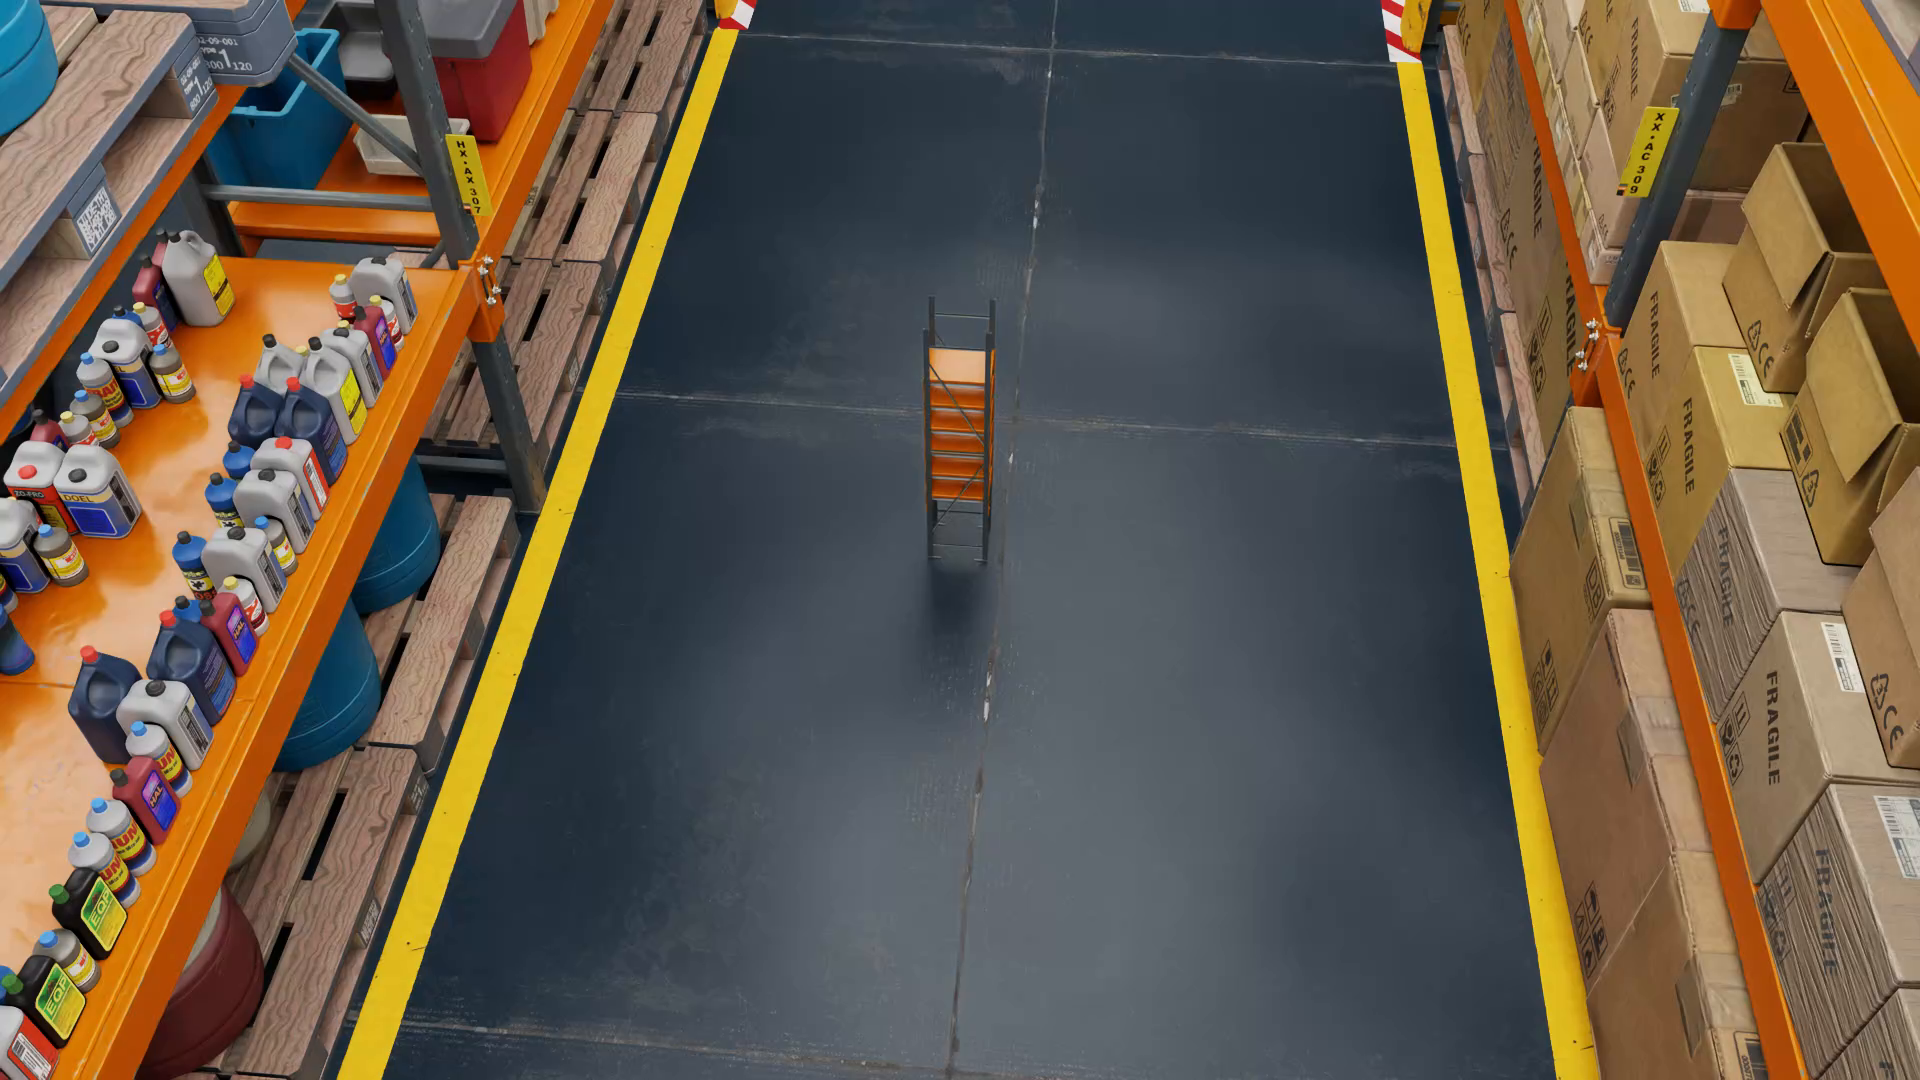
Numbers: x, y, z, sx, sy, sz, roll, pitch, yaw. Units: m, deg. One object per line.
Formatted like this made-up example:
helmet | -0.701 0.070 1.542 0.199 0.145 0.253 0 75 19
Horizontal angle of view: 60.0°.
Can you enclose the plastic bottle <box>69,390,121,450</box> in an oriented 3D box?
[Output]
plastic bottle | -2.728 -0.386 5.231 0.097 0.201 0.097 0 48 0

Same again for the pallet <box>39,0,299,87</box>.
pallet | -2.200 -1.558 4.263 1.213 0.211 1.003 4 48 4

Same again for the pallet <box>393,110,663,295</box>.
pallet | -2.089 -1.692 8.181 1.003 0.211 1.213 4 48 4

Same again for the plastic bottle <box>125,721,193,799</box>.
plastic bottle | -2.086 0.563 4.315 0.097 0.271 0.097 0 48 0

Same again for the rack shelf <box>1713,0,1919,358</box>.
rack shelf | 2.524 -0.158 3.343 1.077 0.370 4.000 4 48 4

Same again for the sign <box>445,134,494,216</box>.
sign | -1.678 -1.247 5.696 0.100 0.325 0.005 4 48 4

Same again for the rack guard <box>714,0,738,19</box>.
rack guard | -1.872 -3.306 9.461 1.175 0.500 0.348 4 48 4

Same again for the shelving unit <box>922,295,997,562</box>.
shelving unit | -0.001 -0.394 6.323 0.258 1.200 0.189 4 48 4

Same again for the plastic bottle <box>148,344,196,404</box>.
plastic bottle | -2.555 -0.546 5.378 0.097 0.201 0.097 0 48 0

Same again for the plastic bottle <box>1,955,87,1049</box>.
plastic bottle | -2.130 1.056 3.857 0.061 0.283 0.133 4 48 4

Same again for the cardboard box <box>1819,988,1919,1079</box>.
cardboard box | 2.191 1.302 3.485 0.500 0.500 0.500 3 48 3

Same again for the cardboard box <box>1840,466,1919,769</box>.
cardboard box | 2.541 0.200 3.812 0.797 0.503 0.637 5 48 5

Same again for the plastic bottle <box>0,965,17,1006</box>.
plastic bottle | -2.210 1.068 3.854 0.097 0.271 0.097 0 48 0

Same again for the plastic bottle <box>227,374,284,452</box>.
plastic bottle | -2.144 -0.351 5.098 0.144 0.351 0.185 4 48 4

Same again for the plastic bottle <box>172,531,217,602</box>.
plastic bottle | -2.179 0.077 4.760 0.097 0.271 0.097 0 48 0

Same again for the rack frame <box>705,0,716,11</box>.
rack frame | -1.862 -4.131 8.521 1.000 3.000 0.127 4 48 4

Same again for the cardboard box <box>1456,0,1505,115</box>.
cardboard box | 3.092 -2.747 8.411 0.875 0.875 0.875 4 48 4

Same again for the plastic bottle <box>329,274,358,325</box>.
plastic bottle | -2.066 -0.808 5.617 0.097 0.201 0.097 0 48 0

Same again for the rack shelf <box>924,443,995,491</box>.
rack shelf | -0.001 -0.283 6.445 0.258 0.103 0.180 4 48 4

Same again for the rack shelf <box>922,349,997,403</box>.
rack shelf | -0.001 -0.607 6.091 0.258 0.103 0.180 4 48 4

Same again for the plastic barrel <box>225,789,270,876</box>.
plastic barrel | -2.498 0.834 5.382 0.421 0.512 0.421 0 48 0

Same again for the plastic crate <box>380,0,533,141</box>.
plastic crate | -1.895 -1.873 6.372 0.402 0.464 0.583 4 48 4

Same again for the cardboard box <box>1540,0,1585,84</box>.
cardboard box | 2.576 -2.006 6.478 0.500 0.250 0.500 5 48 4

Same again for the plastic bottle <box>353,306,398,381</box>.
plastic bottle | -1.916 -0.668 5.433 0.061 0.283 0.133 4 48 4

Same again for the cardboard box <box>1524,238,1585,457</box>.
cardboard box | 2.846 -0.763 6.596 0.875 0.875 0.875 4 48 4

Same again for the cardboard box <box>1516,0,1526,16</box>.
cardboard box | 2.571 -2.344 7.057 0.380 0.149 0.250 3 48 3

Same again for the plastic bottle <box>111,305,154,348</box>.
plastic bottle | -2.698 -0.652 5.427 0.097 0.271 0.097 0 48 0

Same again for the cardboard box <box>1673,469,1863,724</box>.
cardboard box | 2.324 0.166 4.523 0.500 0.500 0.500 3 48 3

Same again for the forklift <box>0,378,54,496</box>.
forklift | -5.351 -1.121 5.815 3.031 2.935 1.130 -18 50 -16

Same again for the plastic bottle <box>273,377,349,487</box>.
plastic bottle | -2.001 -0.342 5.089 0.144 0.351 0.185 4 48 4

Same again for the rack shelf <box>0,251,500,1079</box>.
rack shelf | -2.408 0.521 4.754 1.077 0.370 4.000 4 48 4

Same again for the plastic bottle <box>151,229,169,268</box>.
plastic bottle | -2.684 -0.911 5.656 0.061 0.283 0.133 4 48 4

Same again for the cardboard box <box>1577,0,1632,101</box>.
cardboard box | 2.532 -1.885 5.859 0.500 0.500 0.500 4 48 4

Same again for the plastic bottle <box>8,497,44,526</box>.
plastic bottle | -2.770 -0.046 4.920 0.097 0.201 0.097 0 48 0

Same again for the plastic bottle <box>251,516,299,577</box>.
plastic bottle | -2.015 0.012 4.867 0.097 0.201 0.097 0 48 0

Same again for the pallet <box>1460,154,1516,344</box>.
pallet | 2.962 -1.370 7.886 1.003 0.211 1.213 4 48 4

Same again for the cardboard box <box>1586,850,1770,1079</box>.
cardboard box | 2.514 1.496 4.530 1.225 0.875 0.875 4 48 4

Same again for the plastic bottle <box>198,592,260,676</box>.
plastic bottle | -2.028 0.241 4.602 0.061 0.283 0.133 4 48 4

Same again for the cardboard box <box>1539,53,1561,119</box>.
cardboard box | 2.501 -1.776 6.538 0.380 0.149 0.250 5 48 4

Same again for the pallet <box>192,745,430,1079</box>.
pallet | -2.447 1.213 5.524 1.003 0.211 1.213 4 48 4

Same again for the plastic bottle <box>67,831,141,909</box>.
plastic bottle | -2.116 0.804 4.095 0.097 0.271 0.097 0 48 0

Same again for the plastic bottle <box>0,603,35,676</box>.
plastic bottle | -2.665 0.253 4.599 0.097 0.271 0.097 0 48 0

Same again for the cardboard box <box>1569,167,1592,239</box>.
cardboard box | 2.431 -1.209 6.020 0.380 0.149 0.250 5 48 4
